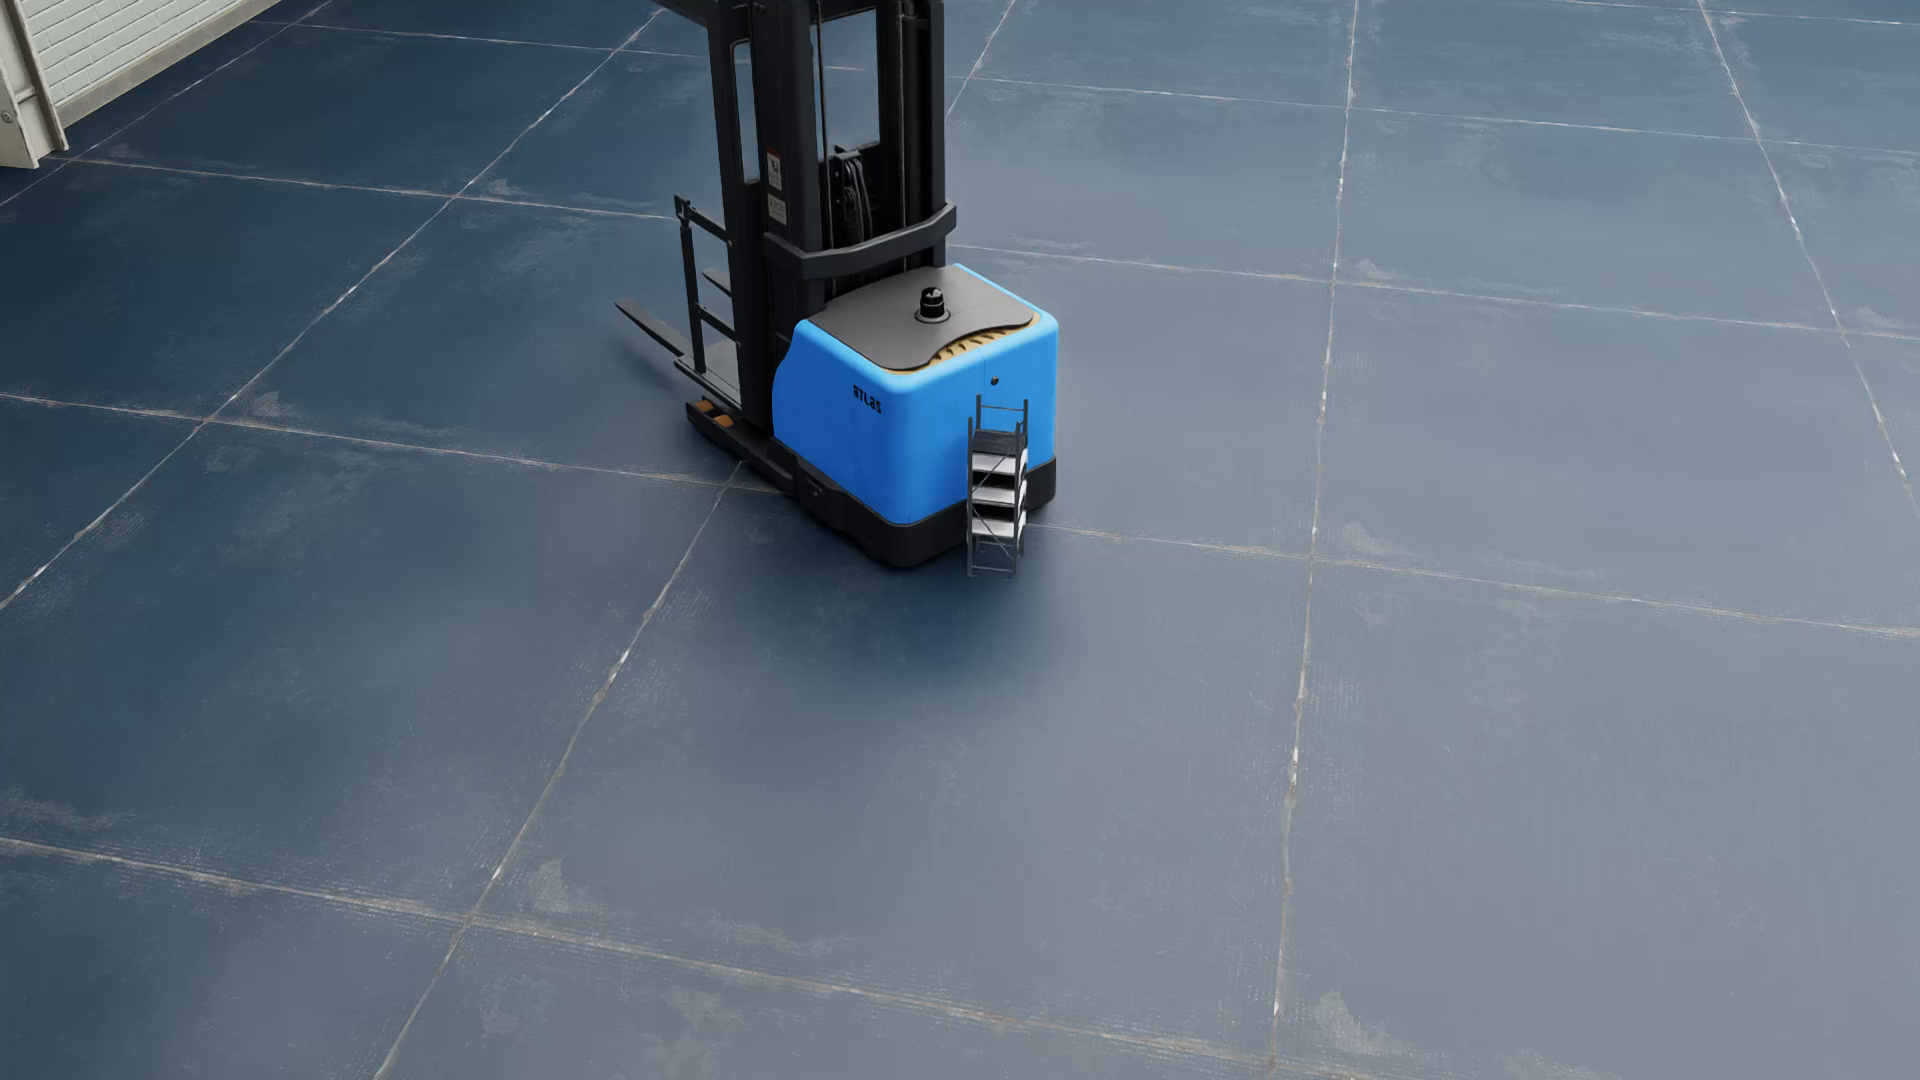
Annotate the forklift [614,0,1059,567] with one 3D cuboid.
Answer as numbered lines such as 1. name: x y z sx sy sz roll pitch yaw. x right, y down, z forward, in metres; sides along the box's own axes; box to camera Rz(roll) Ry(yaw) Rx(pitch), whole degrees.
1. forklift: -0.834 -1.858 8.316 1.130 2.935 3.031 -25 43 -31

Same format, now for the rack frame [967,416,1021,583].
1. rack frame: 0.154 -0.176 7.726 0.240 0.900 0.006 7 36 9

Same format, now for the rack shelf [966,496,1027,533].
1. rack shelf: 0.174 -0.135 7.879 0.258 0.077 0.200 7 36 9

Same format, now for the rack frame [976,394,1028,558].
1. rack frame: 0.195 -0.293 7.887 0.240 0.900 0.006 7 36 9

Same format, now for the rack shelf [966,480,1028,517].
1. rack shelf: 0.174 -0.208 7.826 0.258 0.077 0.200 7 36 9

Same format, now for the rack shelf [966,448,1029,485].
1. rack shelf: 0.174 -0.353 7.721 0.258 0.077 0.200 7 36 9

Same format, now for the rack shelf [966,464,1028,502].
1. rack shelf: 0.174 -0.280 7.773 0.258 0.077 0.200 7 36 9

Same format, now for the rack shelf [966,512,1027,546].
1. rack shelf: 0.174 -0.062 7.932 0.258 0.077 0.200 7 36 9

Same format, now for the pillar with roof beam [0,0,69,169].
1. pillar with roof beam: -2.536 -5.896 8.717 9.100 9.000 0.400 7 37 10

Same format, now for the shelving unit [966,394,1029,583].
1. shelving unit: 0.174 -0.235 7.807 0.258 0.900 0.210 7 36 9

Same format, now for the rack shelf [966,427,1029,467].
1. rack shelf: 0.174 -0.426 7.668 0.258 0.077 0.200 7 36 9
